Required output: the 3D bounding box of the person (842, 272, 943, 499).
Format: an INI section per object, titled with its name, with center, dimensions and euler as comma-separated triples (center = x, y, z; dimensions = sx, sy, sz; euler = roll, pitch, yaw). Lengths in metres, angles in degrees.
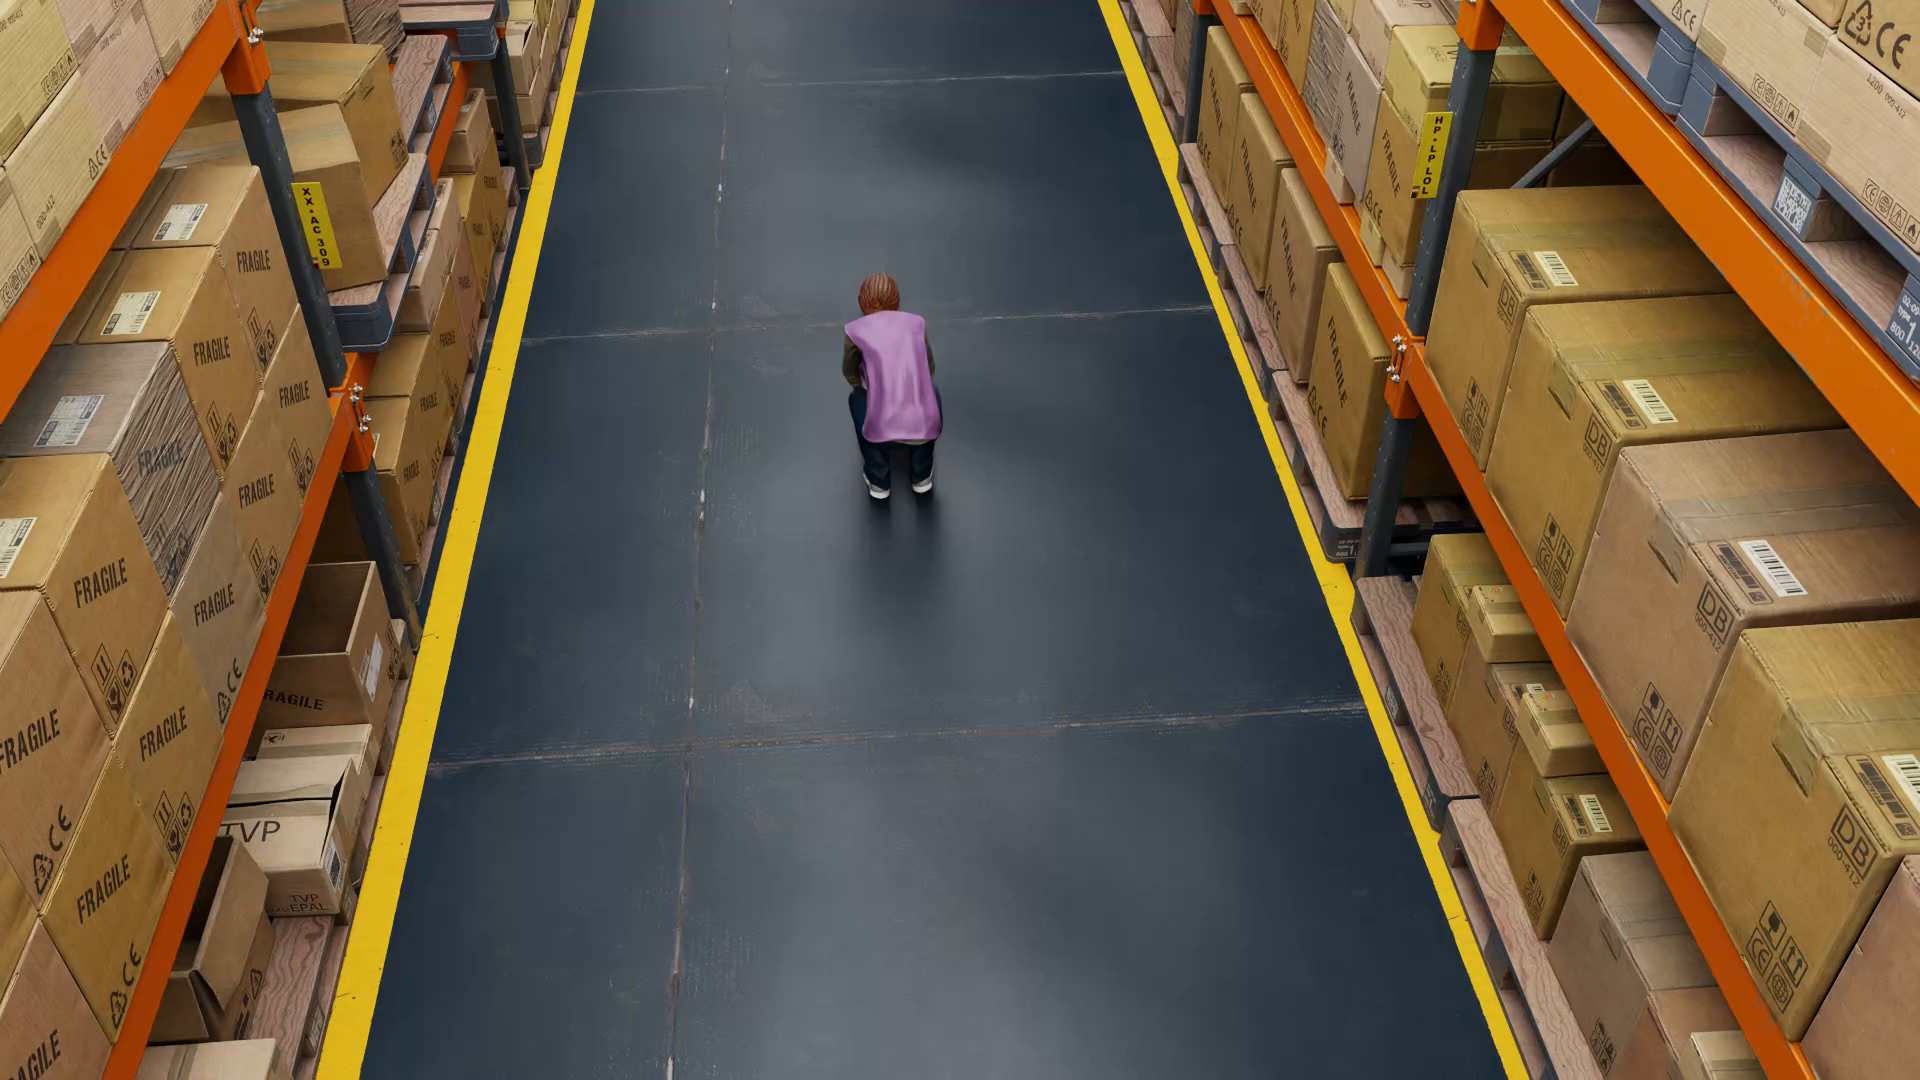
[person]
center = -0.305, -0.675, 7.525
dimensions = 0.442, 0.902, 0.806
euler = -3, 40, -4
